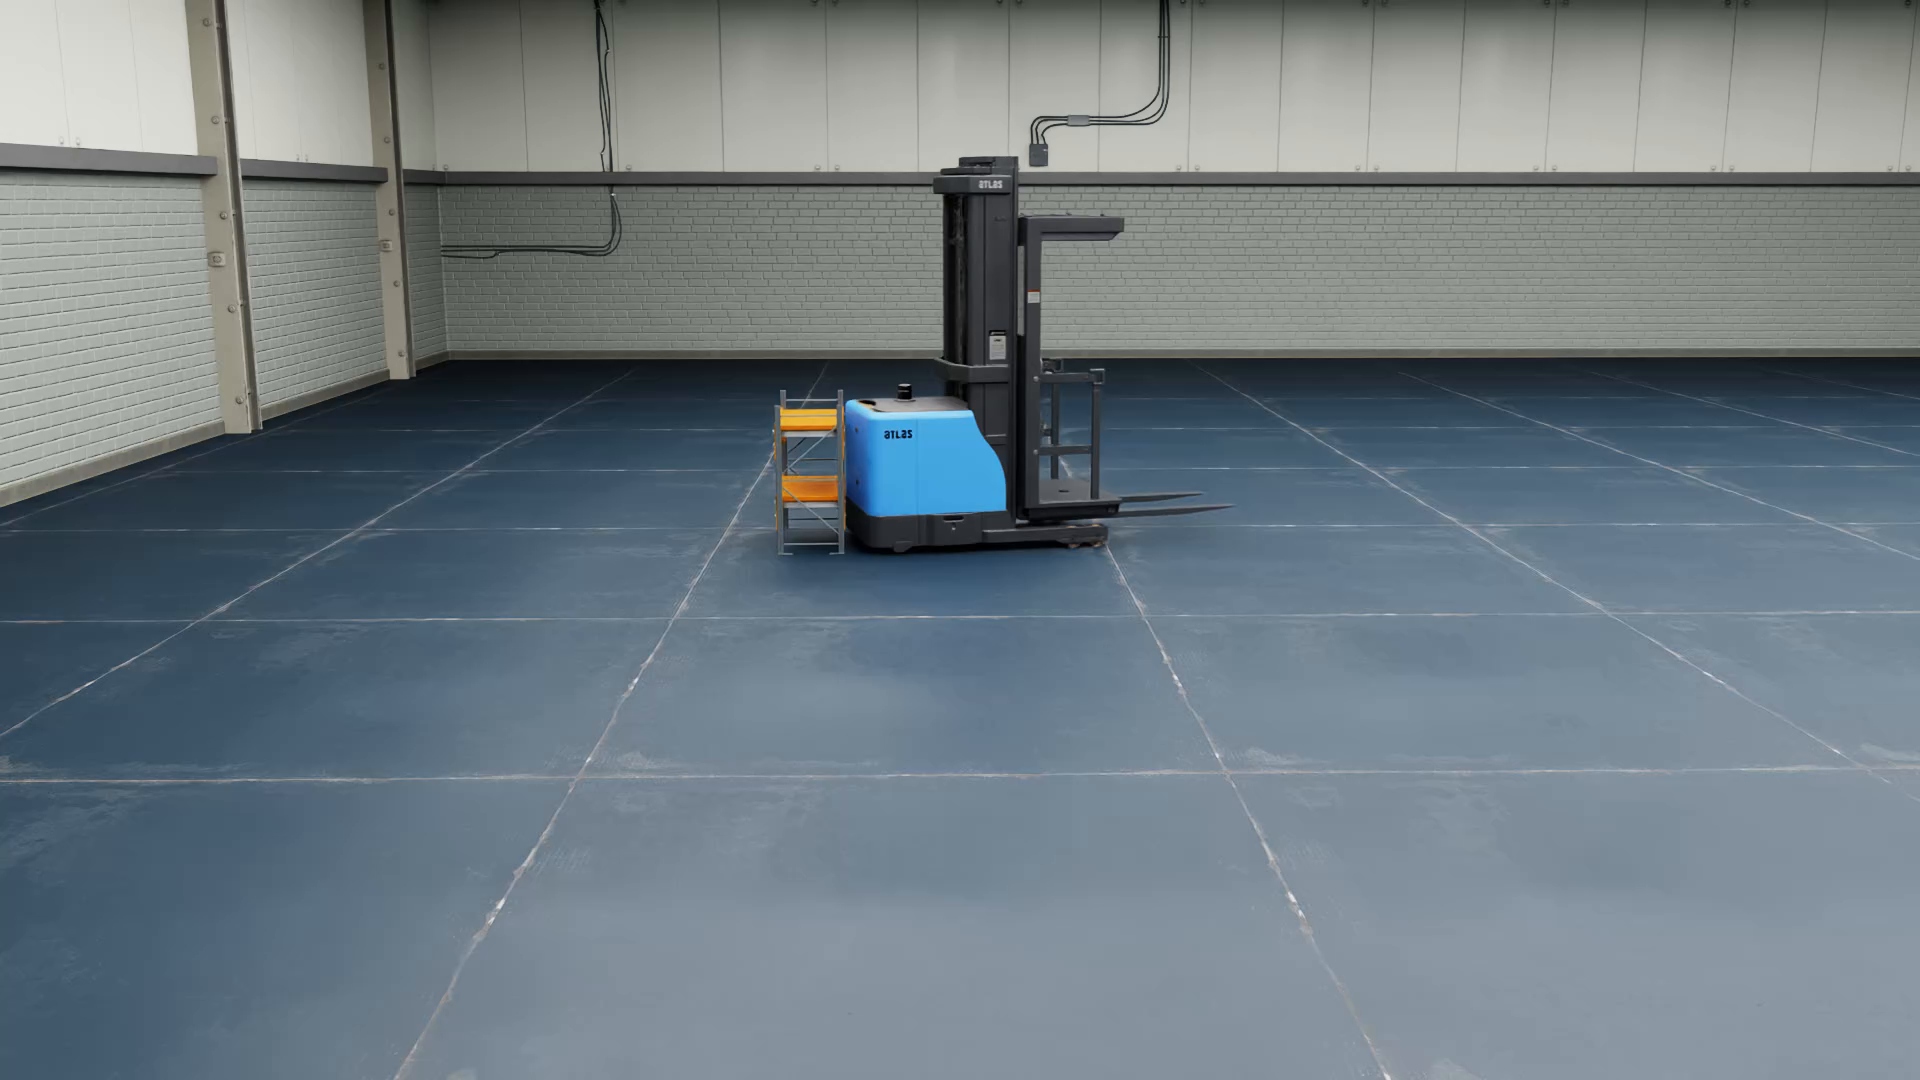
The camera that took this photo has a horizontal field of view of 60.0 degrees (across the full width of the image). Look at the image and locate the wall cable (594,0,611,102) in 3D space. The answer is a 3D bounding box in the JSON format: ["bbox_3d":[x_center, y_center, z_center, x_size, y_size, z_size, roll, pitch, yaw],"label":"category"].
[{"bbox_3d":[-4.480,-8.423,27.051,3.097,2.526,0.112,0,11,-1],"label":"wall cable"}]

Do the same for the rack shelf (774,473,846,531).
[{"bbox_3d":[-1.154,-0.306,12.967,0.538,0.278,1.000,-1,11,-4],"label":"rack shelf"}]

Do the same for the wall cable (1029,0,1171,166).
[{"bbox_3d":[2.307,-9.161,27.028,2.305,6.003,0.169,0,11,-1],"label":"wall cable"}]

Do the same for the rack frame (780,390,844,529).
[{"bbox_3d":[-1.187,-0.646,13.416,0.500,1.125,0.032,-1,11,-4],"label":"rack frame"}]

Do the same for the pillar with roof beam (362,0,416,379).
[{"bbox_3d":[-4.142,-6.885,24.364,9.100,9.000,0.400,0,11,-1],"label":"pillar with roof beam"}]

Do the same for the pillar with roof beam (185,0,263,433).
[{"bbox_3d":[-4.018,-5.692,18.485,9.100,9.000,0.400,0,11,-1],"label":"pillar with roof beam"}]

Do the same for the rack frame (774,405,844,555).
[{"bbox_3d":[-1.122,-0.445,12.421,0.500,1.125,0.032,-1,11,-4],"label":"rack frame"}]

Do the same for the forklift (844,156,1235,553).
[{"bbox_3d":[0.654,-1.479,12.978,3.031,2.935,1.130,-3,12,-15],"label":"forklift"}]

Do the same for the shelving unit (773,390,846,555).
[{"bbox_3d":[-1.154,-0.545,12.919,0.538,1.125,1.048,-1,11,-4],"label":"shelving unit"}]

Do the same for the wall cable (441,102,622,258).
[{"bbox_3d":[-7.185,-5.937,27.498,3.097,2.526,0.112,0,11,-1],"label":"wall cable"}]

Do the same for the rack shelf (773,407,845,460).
[{"bbox_3d":[-1.154,-0.832,12.860,0.538,0.278,1.000,-1,11,-4],"label":"rack shelf"}]
